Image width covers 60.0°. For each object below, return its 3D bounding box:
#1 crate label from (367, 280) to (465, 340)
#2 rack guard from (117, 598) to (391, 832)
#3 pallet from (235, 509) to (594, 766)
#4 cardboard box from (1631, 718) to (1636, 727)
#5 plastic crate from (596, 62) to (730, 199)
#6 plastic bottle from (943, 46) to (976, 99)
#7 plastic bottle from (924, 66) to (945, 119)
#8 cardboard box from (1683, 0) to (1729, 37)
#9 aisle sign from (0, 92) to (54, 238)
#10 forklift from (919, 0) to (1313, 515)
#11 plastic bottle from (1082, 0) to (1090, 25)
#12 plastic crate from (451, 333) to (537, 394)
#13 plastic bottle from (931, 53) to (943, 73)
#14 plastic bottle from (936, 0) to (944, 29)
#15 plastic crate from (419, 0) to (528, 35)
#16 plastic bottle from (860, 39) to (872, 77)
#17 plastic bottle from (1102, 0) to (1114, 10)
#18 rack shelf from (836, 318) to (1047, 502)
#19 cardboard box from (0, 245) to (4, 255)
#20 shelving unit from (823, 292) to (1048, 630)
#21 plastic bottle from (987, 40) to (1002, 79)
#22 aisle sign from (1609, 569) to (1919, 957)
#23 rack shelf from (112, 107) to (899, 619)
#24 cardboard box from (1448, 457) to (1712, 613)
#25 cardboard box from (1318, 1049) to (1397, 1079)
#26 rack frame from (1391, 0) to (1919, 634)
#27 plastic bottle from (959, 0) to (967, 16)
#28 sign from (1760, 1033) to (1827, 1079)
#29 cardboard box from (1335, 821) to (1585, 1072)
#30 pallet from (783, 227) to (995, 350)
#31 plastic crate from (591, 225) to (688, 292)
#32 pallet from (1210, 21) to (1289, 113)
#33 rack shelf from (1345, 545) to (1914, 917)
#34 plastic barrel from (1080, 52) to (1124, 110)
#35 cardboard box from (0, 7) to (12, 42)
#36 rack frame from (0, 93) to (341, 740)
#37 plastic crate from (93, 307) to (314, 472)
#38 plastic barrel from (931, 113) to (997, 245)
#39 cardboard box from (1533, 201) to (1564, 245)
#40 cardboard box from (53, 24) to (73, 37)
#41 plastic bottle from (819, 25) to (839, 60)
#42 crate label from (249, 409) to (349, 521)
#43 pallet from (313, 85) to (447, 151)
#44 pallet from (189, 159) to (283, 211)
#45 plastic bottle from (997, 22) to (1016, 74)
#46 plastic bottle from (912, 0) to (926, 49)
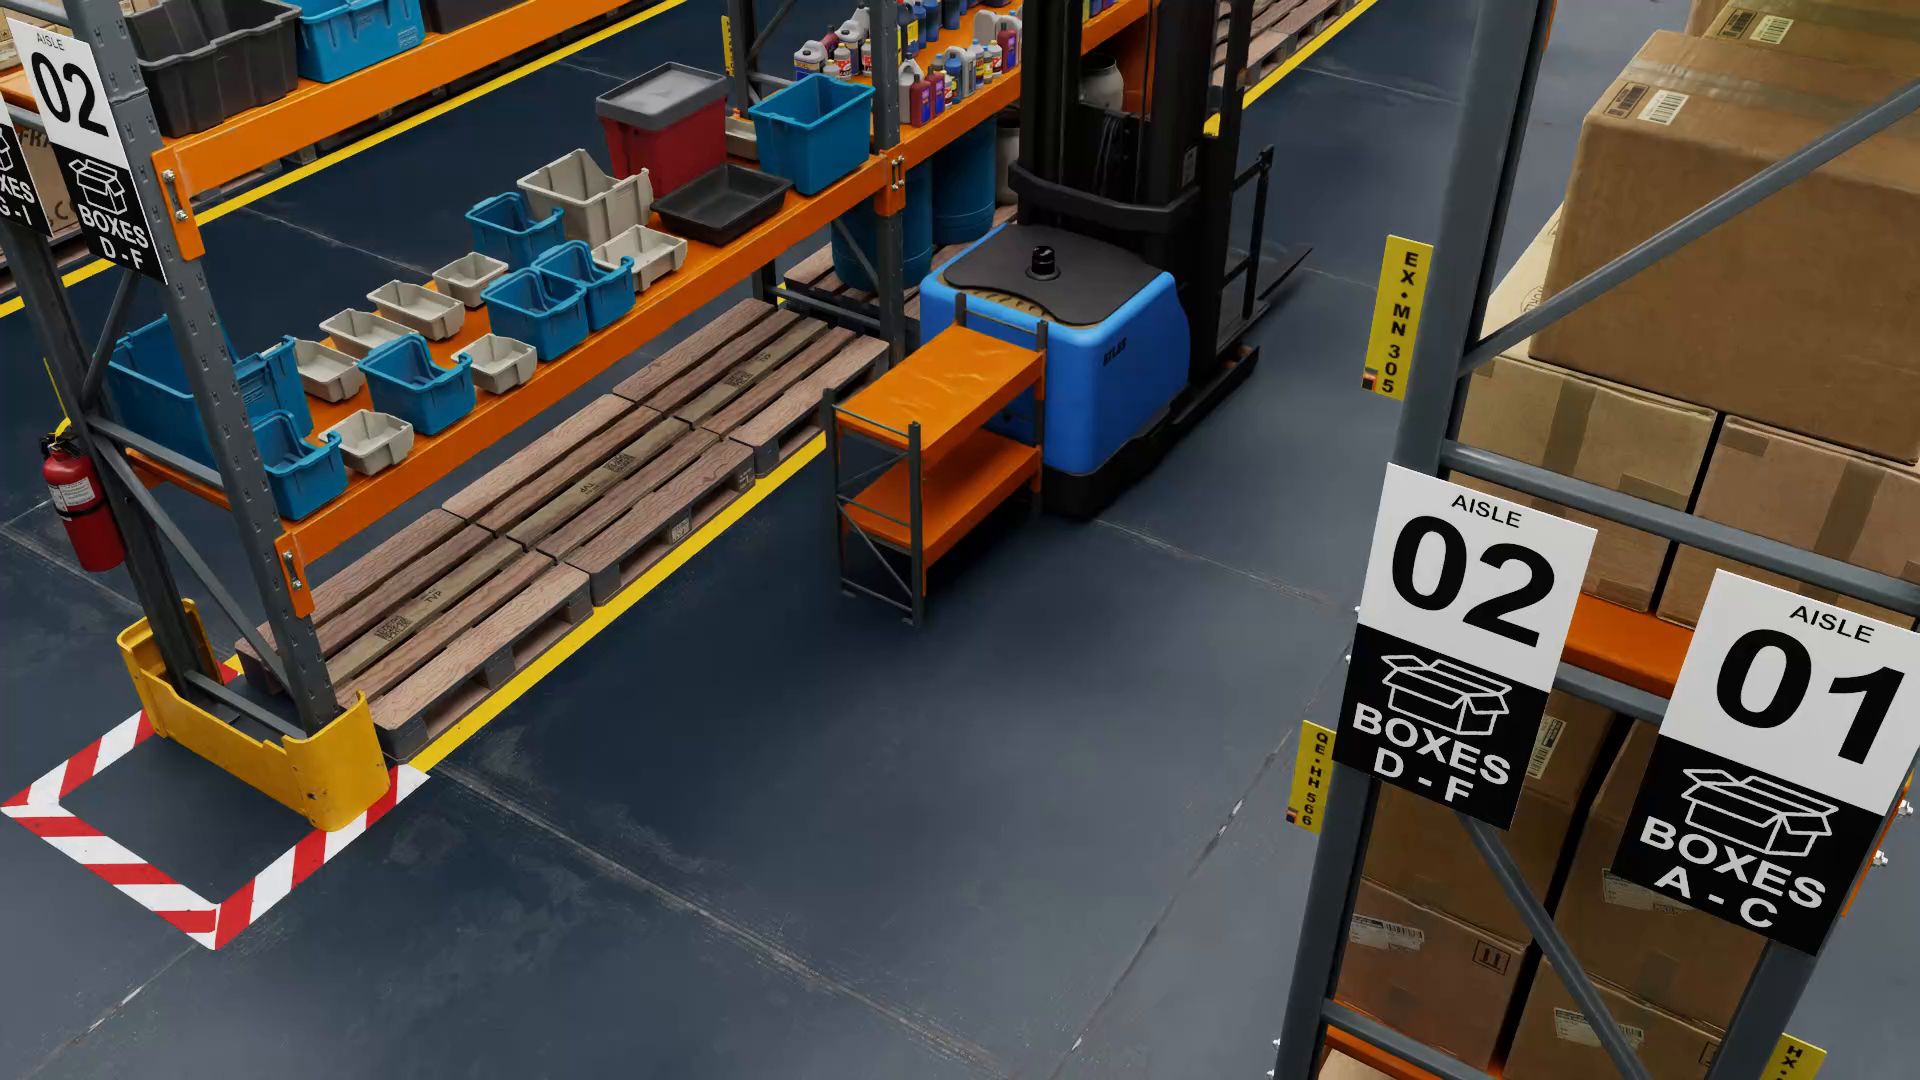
[{"bbox_3d":[-2.329,-0.992,7.186,0.396,0.136,0.243,21,42,25],"label":"crate label"},{"bbox_3d":[-2.911,0.710,6.859,1.175,0.500,0.348,21,42,25],"label":"rack guard"},{"bbox_3d":[-2.434,0.395,7.504,1.003,0.211,1.213,21,42,25],"label":"pallet"},{"bbox_3d":[2.006,0.475,4.215,0.500,0.500,0.500,22,43,26],"label":"cardboard box"},{"bbox_3d":[-1.456,-2.030,8.264,0.402,0.464,0.583,21,42,25],"label":"plastic crate"},{"bbox_3d":[0.000,-2.612,9.223,0.152,0.276,0.135,21,42,25],"label":"plastic bottle"},{"bbox_3d":[-0.138,-2.431,8.982,0.061,0.283,0.133,21,42,25],"label":"plastic bottle"},{"bbox_3d":[2.050,-1.091,3.791,0.700,0.500,0.500,21,42,25],"label":"cardboard box"},{"bbox_3d":[-3.195,-1.385,5.400,0.394,0.787,0.004,21,42,25],"label":"aisle sign"},{"bbox_3d":[1.030,-2.146,8.572,1.130,2.935,3.031,23,43,26],"label":"forklift"},{"bbox_3d":[0.738,-3.273,10.074,0.061,0.283,0.133,21,42,25],"label":"plastic bottle"},{"bbox_3d":[-1.893,-0.724,6.838,0.250,0.136,0.298,21,42,25],"label":"plastic crate"},{"bbox_3d":[-0.115,-2.614,9.286,0.097,0.201,0.097,0,38,0],"label":"plastic bottle"},{"bbox_3d":[-0.165,-3.256,10.058,0.152,0.276,0.135,21,42,25],"label":"plastic bottle"},{"bbox_3d":[-1.858,-2.158,6.126,0.504,0.338,0.767,21,42,25],"label":"plastic crate"},{"bbox_3d":[-0.517,-2.746,9.458,0.097,0.201,0.097,0,38,0],"label":"plastic bottle"},{"bbox_3d":[0.908,-3.438,10.287,0.061,0.283,0.133,21,42,25],"label":"plastic bottle"},{"bbox_3d":[-0.094,-0.613,7.584,0.538,0.278,1.000,23,43,26],"label":"rack shelf"},{"bbox_3d":[-6.328,-2.067,9.810,0.875,0.875,0.875,21,42,25],"label":"cardboard box"},{"bbox_3d":[-0.094,-0.381,7.762,0.538,1.125,1.048,23,43,26],"label":"shelving unit"},{"bbox_3d":[0.189,-2.734,9.442,0.097,0.201,0.097,0,38,0],"label":"plastic bottle"},{"bbox_3d":[1.483,0.427,3.049,0.394,0.787,0.004,21,42,25],"label":"aisle sign"},{"bbox_3d":[-1.837,-1.043,7.675,1.077,0.370,4.000,21,42,25],"label":"rack shelf"},{"bbox_3d":[1.324,-0.154,3.599,0.500,0.250,0.500,21,42,25],"label":"cardboard box"},{"bbox_3d":[1.355,1.780,5.110,0.500,0.500,0.500,21,42,25],"label":"cardboard box"},{"bbox_3d":[1.272,-1.051,2.182,1.000,3.000,0.127,21,42,25],"label":"rack frame"},{"bbox_3d":[-0.003,-3.372,10.212,0.097,0.271,0.097,0,38,0],"label":"plastic bottle"},{"bbox_3d":[1.730,1.160,3.519,0.100,0.325,0.005,21,42,25],"label":"sign"},{"bbox_3d":[1.282,0.966,4.398,0.500,0.500,0.500,23,43,26],"label":"cardboard box"},{"bbox_3d":[-0.317,-1.639,10.142,1.003,0.211,1.213,21,42,25],"label":"pallet"},{"bbox_3d":[-1.445,-1.282,7.563,0.293,0.136,0.466,21,42,25],"label":"plastic crate"},{"bbox_3d":[1.825,-3.703,12.821,1.003,0.211,1.213,21,42,25],"label":"pallet"},{"bbox_3d":[2.343,-0.609,4.655,1.077,0.370,4.000,21,42,25],"label":"rack shelf"},{"bbox_3d":[0.902,-3.024,11.349,0.421,0.512,0.421,0,38,0],"label":"plastic barrel"},{"bbox_3d":[-5.786,-2.933,9.417,0.500,0.250,0.500,20,42,24],"label":"cardboard box"},{"bbox_3d":[-2.909,-0.297,6.118,1.000,3.000,0.127,21,42,25],"label":"rack frame"},{"bbox_3d":[-2.887,-0.568,6.392,0.616,0.435,0.499,21,42,25],"label":"plastic crate"},{"bbox_3d":[-0.081,-2.334,10.135,0.600,0.901,0.708,21,42,25],"label":"plastic barrel"},{"bbox_3d":[1.599,-0.607,3.777,0.500,0.250,0.500,21,42,25],"label":"cardboard box"},{"bbox_3d":[-5.386,-3.085,9.940,0.380,0.149,0.250,22,43,26],"label":"cardboard box"},{"bbox_3d":[-0.742,-2.756,9.403,0.061,0.283,0.133,21,42,25],"label":"plastic bottle"},{"bbox_3d":[-2.499,-0.274,6.176,0.416,0.233,0.303,21,42,25],"label":"crate label"},{"bbox_3d":[-4.598,-3.297,12.294,1.003,0.211,1.213,21,42,25],"label":"pallet"},{"bbox_3d":[-5.421,-2.508,11.270,1.003,0.211,1.213,21,42,25],"label":"pallet"},{"bbox_3d":[0.267,-2.820,9.486,0.061,0.283,0.133,21,42,25],"label":"plastic bottle"},{"bbox_3d":[-0.246,-3.034,9.774,0.097,0.271,0.097,0,38,0],"label":"plastic bottle"}]
